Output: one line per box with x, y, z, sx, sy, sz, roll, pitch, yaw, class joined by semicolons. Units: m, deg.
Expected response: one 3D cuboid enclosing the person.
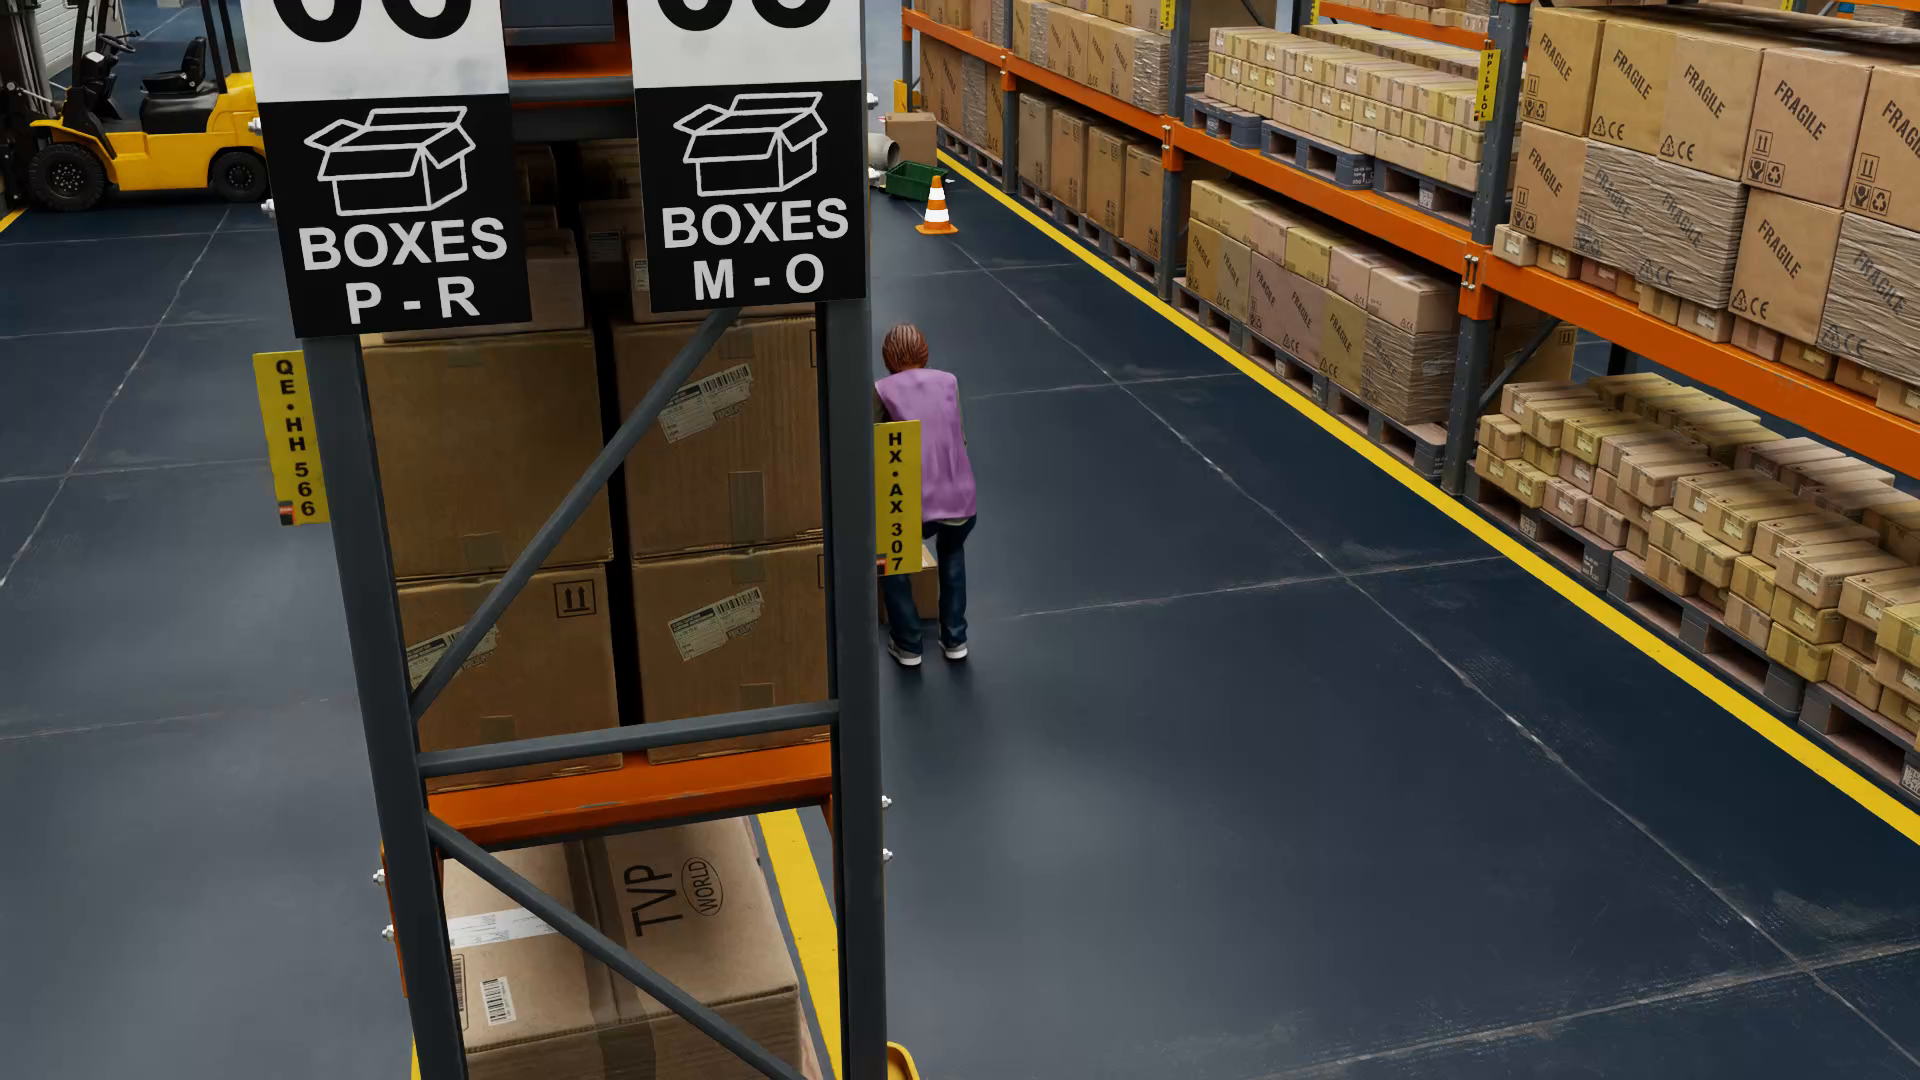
-0.173;-0.150;6.769;0.460;1.361;0.601;-6;24;-14;person
